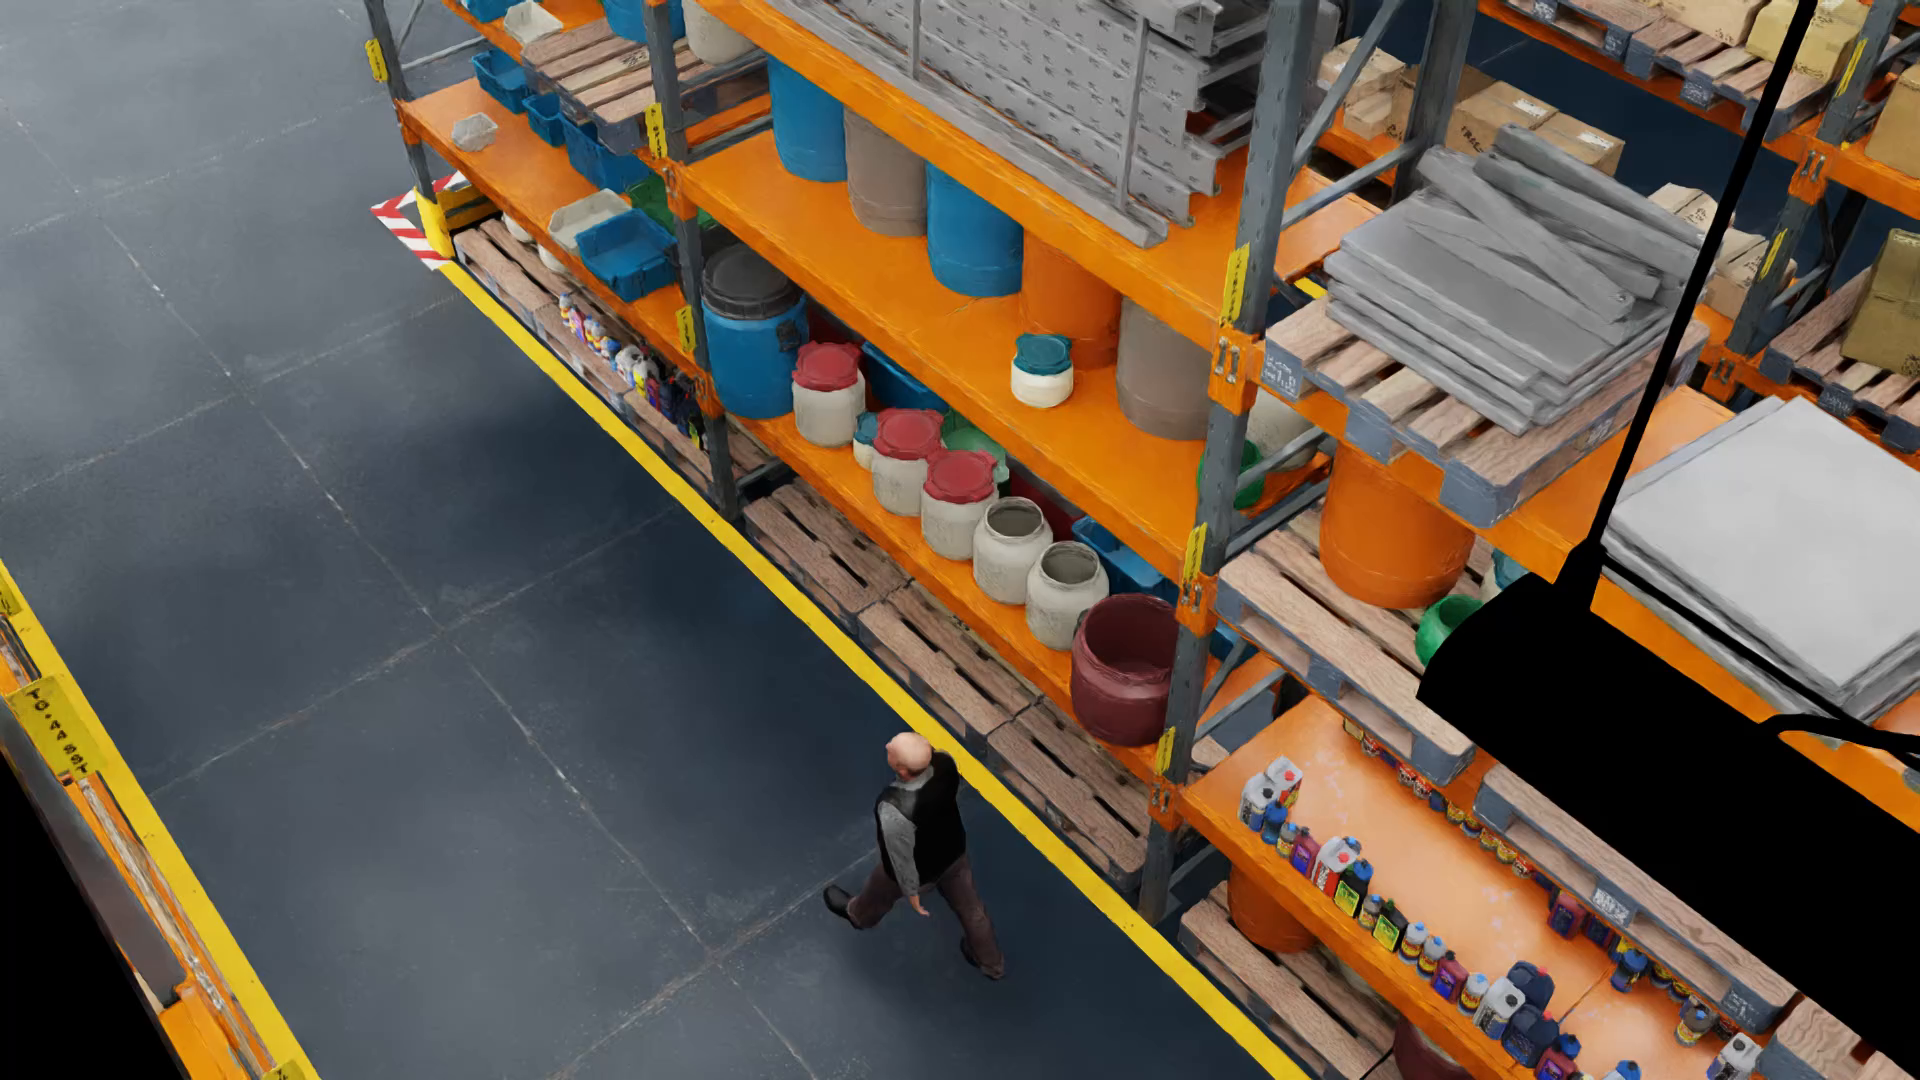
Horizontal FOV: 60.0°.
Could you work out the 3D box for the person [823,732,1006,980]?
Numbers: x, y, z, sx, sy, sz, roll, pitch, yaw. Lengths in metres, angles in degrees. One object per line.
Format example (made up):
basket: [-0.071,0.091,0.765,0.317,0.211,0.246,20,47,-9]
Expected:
person: [-0.208,1.472,8.041,1.028,1.663,0.538,32,54,27]
